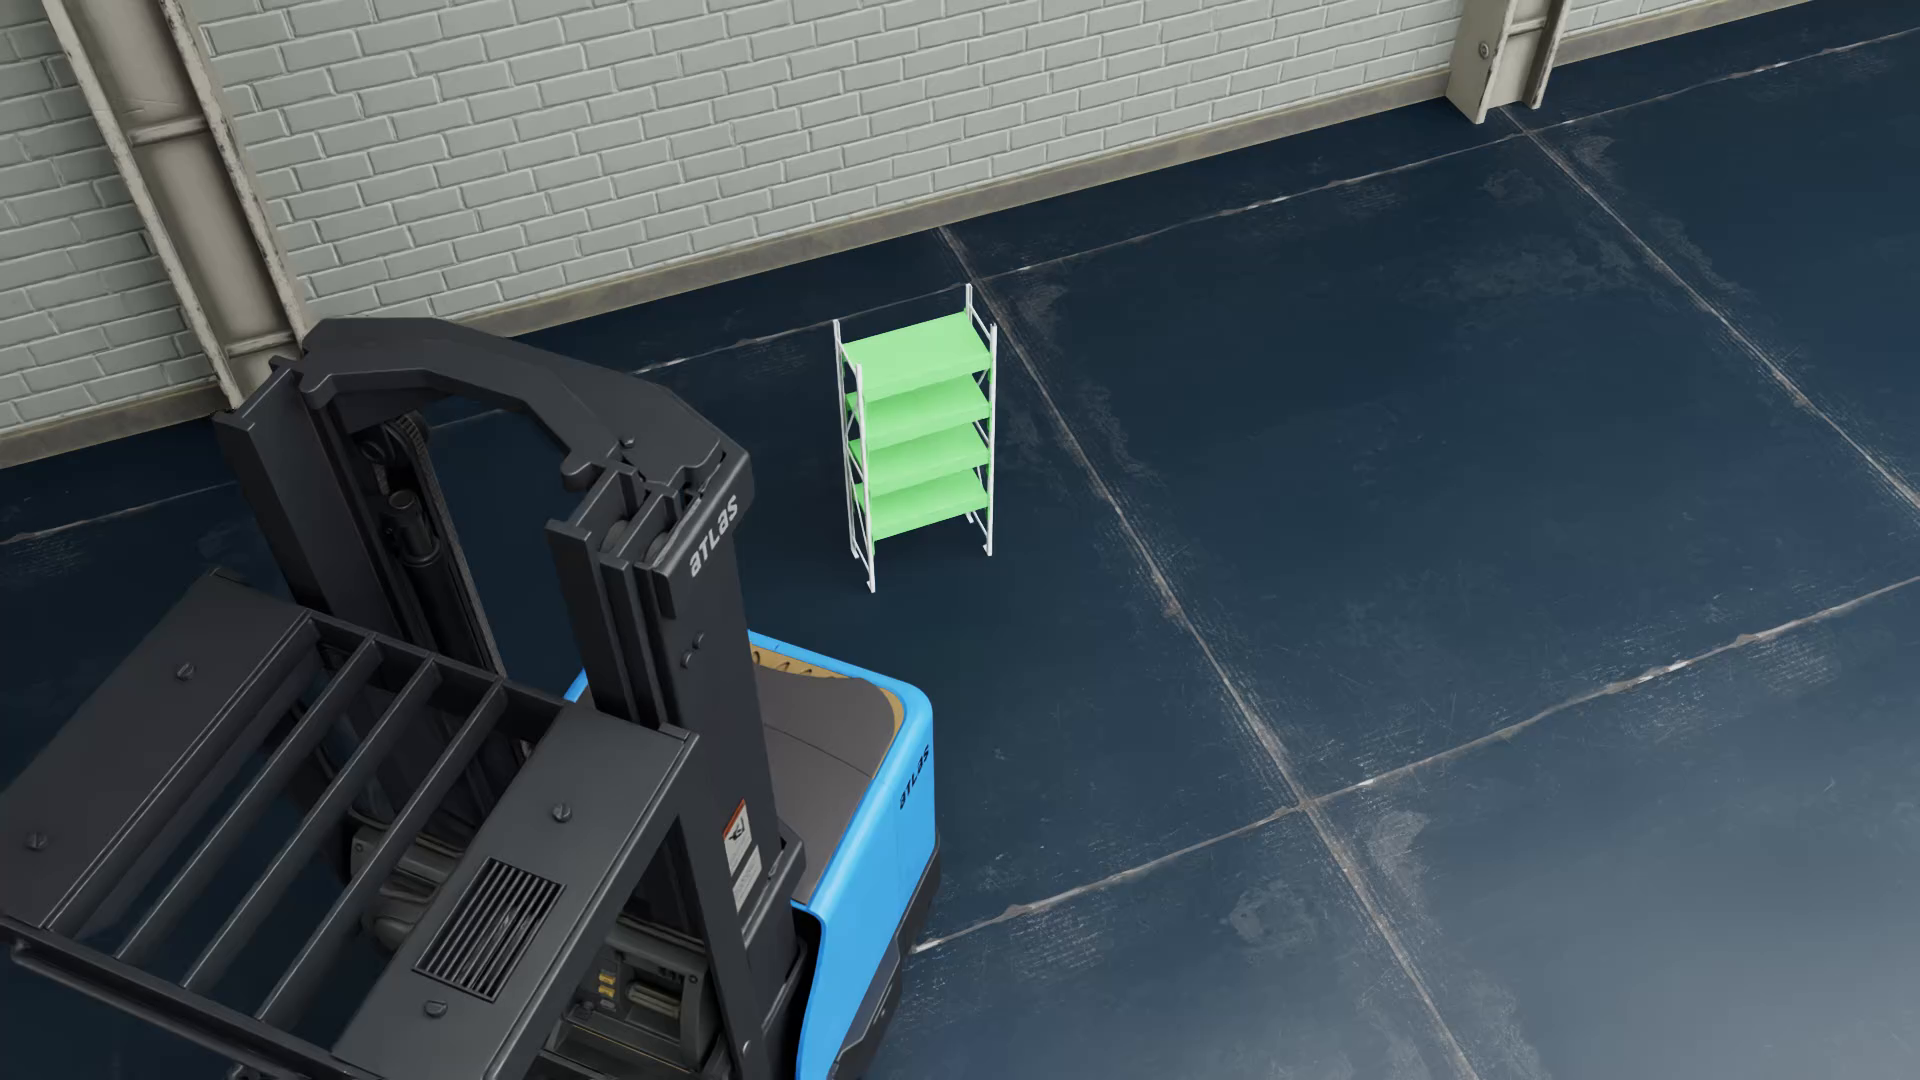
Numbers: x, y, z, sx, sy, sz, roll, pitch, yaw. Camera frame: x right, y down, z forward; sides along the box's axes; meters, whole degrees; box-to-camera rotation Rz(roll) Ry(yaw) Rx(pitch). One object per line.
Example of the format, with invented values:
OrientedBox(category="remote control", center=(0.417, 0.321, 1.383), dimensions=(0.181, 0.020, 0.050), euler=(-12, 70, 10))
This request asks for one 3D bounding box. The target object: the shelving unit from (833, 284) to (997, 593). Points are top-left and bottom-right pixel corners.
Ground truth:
OrientedBox(category="shelving unit", center=(-0.153, -0.343, 6.095), dimensions=(0.503, 1.200, 0.258), euler=(-17, 52, -14))

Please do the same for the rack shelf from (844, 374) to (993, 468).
OrientedBox(category="rack shelf", center=(-0.153, -0.458, 5.961), dimensions=(0.480, 0.148, 0.258), euler=(-17, 52, -14))

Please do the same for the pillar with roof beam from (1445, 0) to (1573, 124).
OrientedBox(category="pillar with roof beam", center=(4.352, -2.170, 2.523), dimensions=(0.400, 9.000, 9.100), euler=(-17, 52, -14))

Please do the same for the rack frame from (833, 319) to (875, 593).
OrientedBox(category="rack frame", center=(-0.379, -0.273, 6.035), dimensions=(0.015, 1.200, 0.240), euler=(-17, 52, -14))

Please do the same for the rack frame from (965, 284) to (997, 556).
OrientedBox(category="rack frame", center=(0.073, -0.413, 6.155), dimensions=(0.015, 1.200, 0.240), euler=(-17, 52, -14))

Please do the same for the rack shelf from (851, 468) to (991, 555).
OrientedBox(category="rack shelf", center=(-0.153, -0.145, 6.325), dimensions=(0.480, 0.148, 0.258), euler=(-17, 52, -14))

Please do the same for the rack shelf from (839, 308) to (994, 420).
OrientedBox(category="rack shelf", center=(-0.153, -0.614, 5.779), dimensions=(0.480, 0.148, 0.258), euler=(-17, 52, -14))

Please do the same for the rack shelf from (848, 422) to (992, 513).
OrientedBox(category="rack shelf", center=(-0.153, -0.302, 6.143), dimensions=(0.480, 0.148, 0.258), euler=(-17, 52, -14))

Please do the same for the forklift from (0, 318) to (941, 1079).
OrientedBox(category="forklift", center=(-1.086, 1.083, 3.729), dimensions=(1.130, 2.935, 3.031), euler=(17, 51, 14))

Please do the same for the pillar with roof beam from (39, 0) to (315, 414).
OrientedBox(category="pillar with roof beam", center=(-1.202, -0.449, 1.045), dimensions=(0.400, 9.000, 9.100), euler=(-17, 52, -14))
